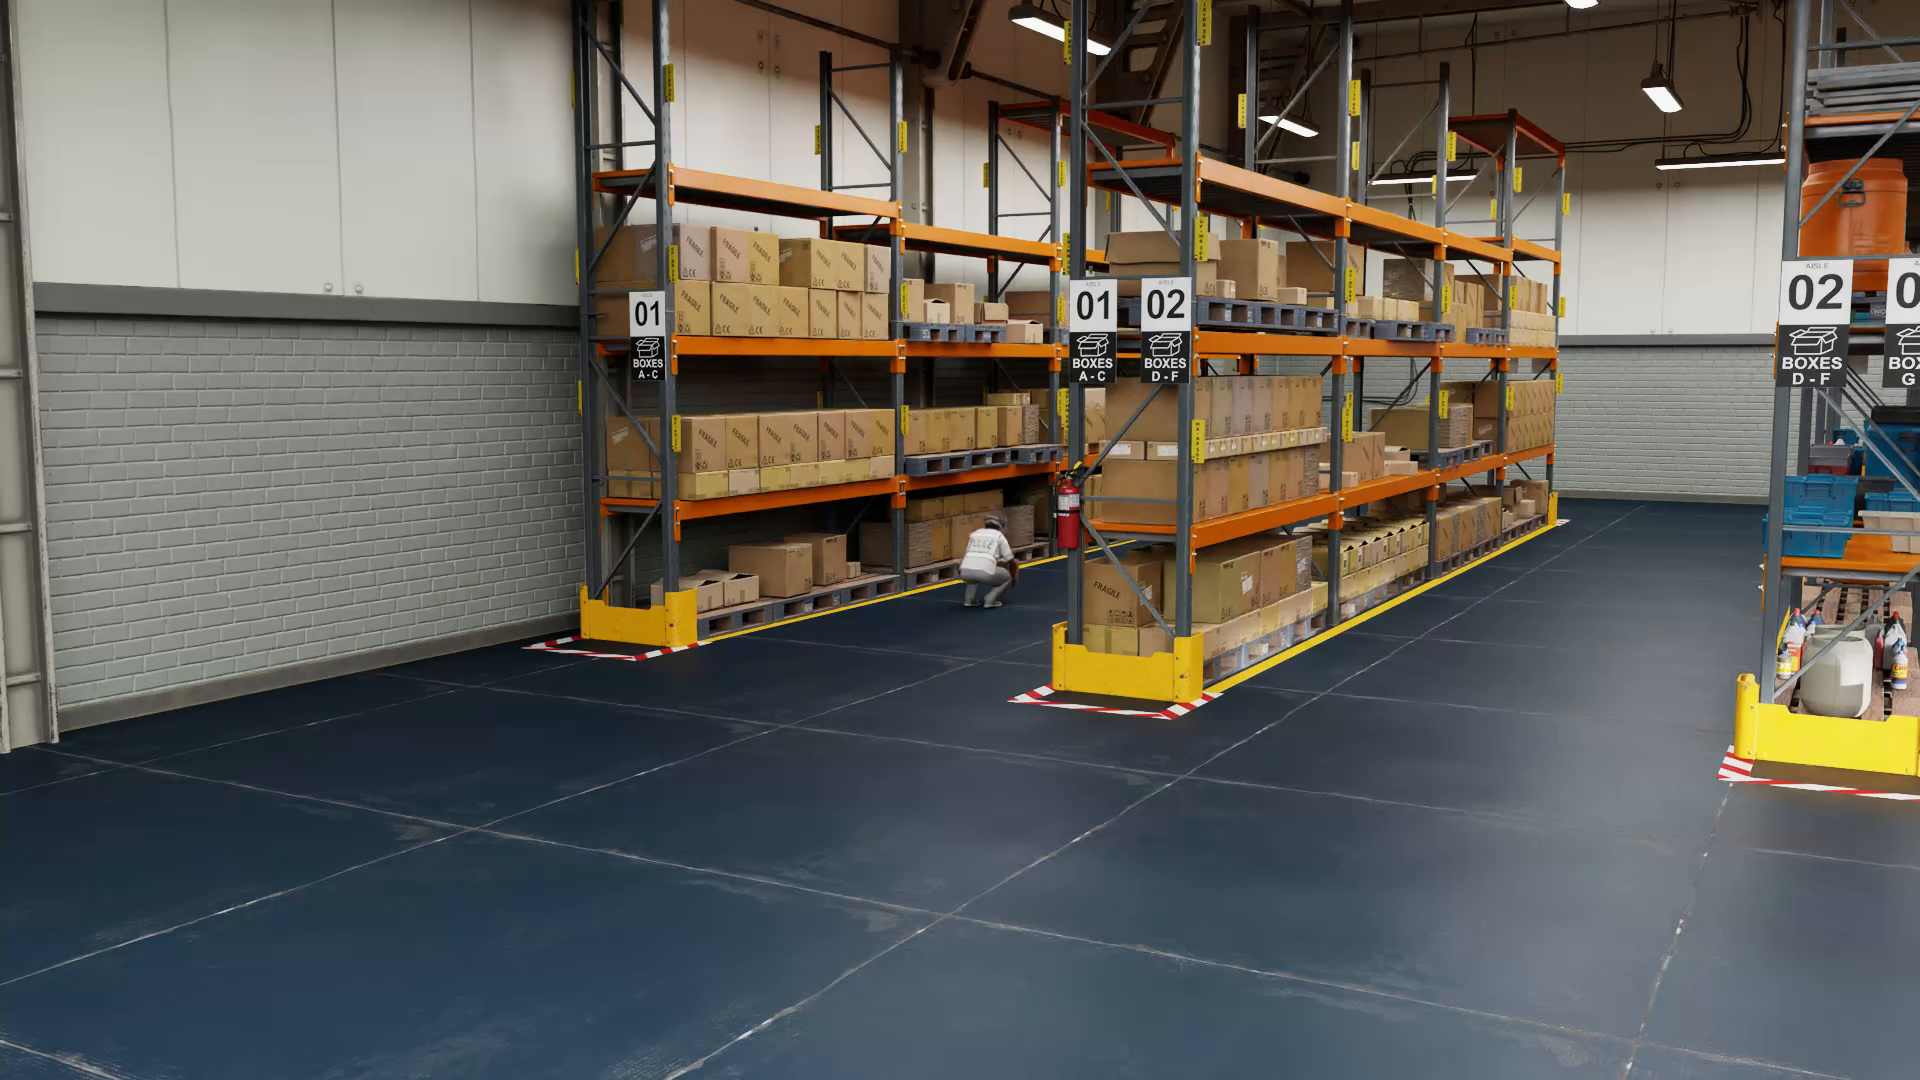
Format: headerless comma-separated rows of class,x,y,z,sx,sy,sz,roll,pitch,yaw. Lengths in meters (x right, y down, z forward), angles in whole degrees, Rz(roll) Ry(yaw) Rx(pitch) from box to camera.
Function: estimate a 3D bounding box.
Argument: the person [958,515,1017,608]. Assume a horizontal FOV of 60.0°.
person,0.293,0.227,17.686,0.508,0.948,0.843,3,7,29
